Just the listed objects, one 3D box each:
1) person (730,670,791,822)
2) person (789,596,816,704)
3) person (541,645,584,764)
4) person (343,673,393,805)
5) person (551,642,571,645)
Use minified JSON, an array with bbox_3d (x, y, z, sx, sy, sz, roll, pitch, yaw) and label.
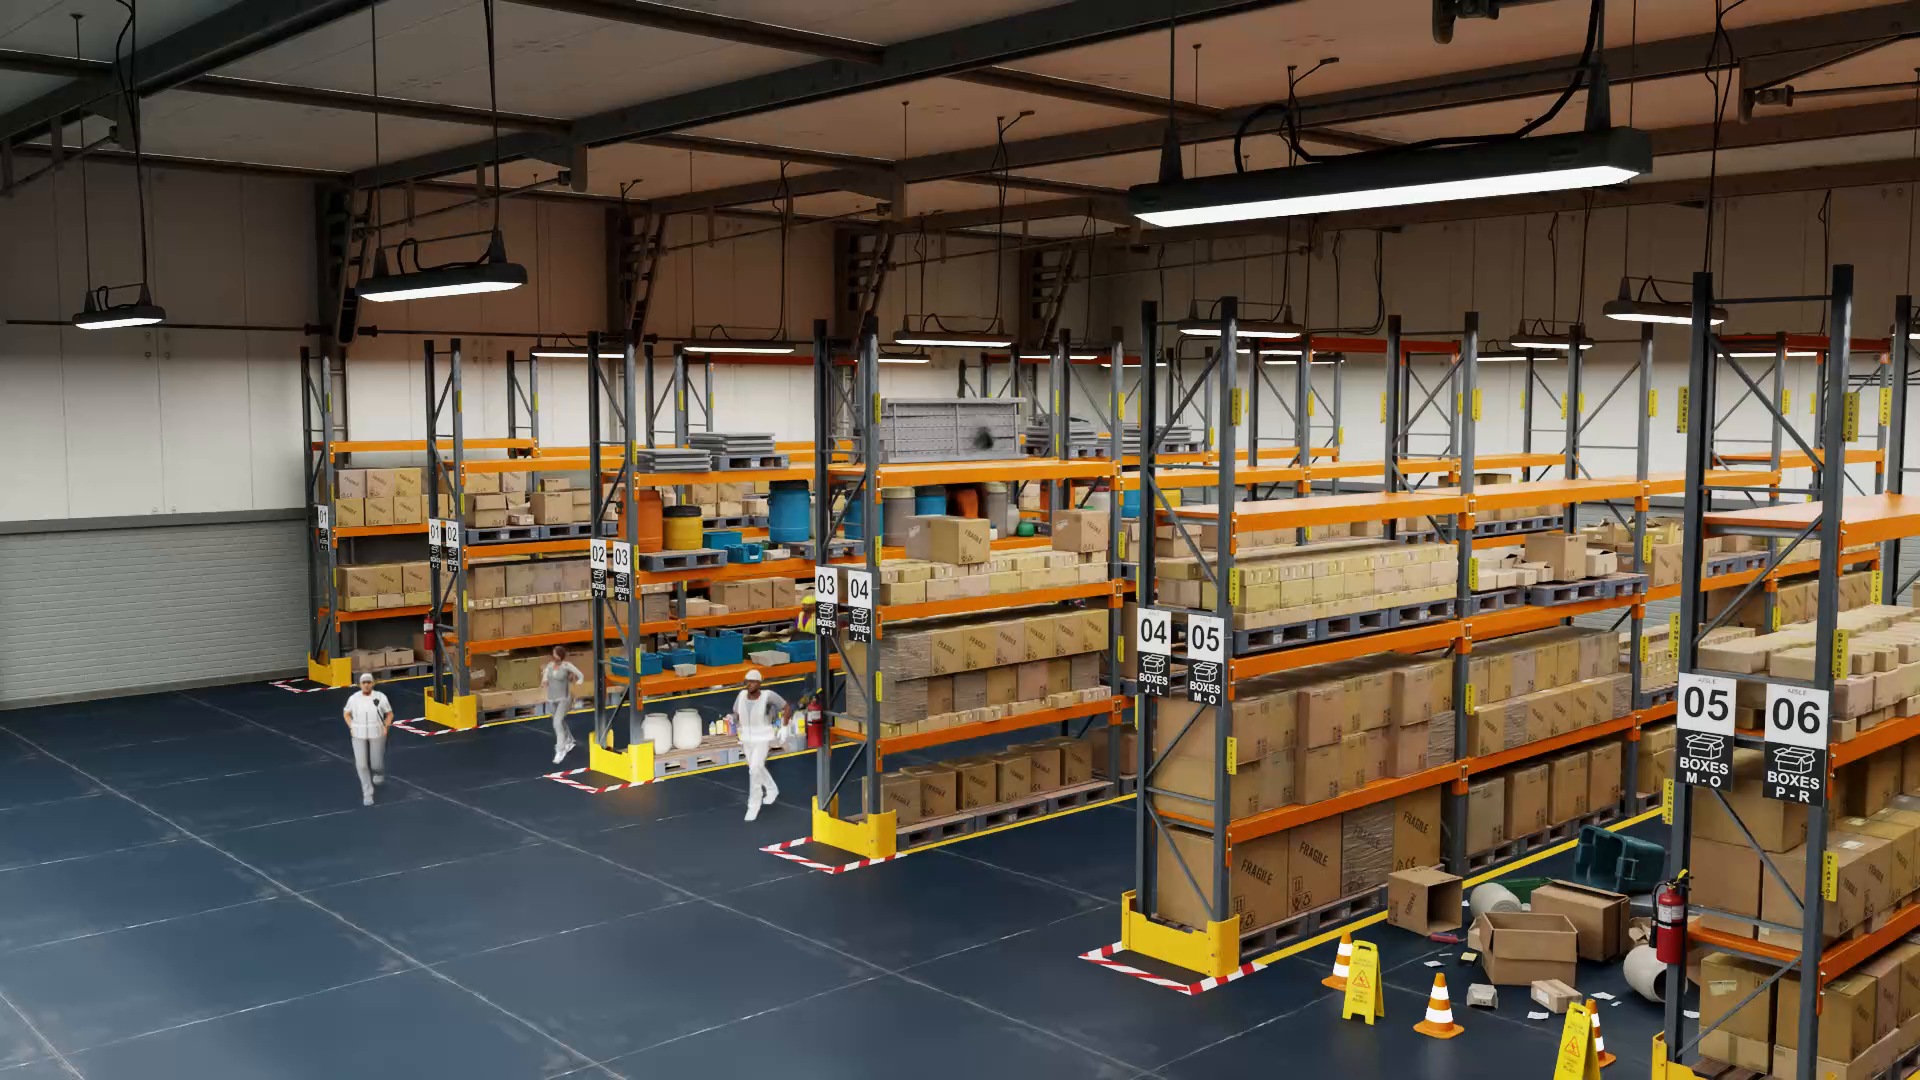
[{"bbox_3d":[-2.484,2.487,20.491,0.700,1.820,0.887,3,6,29],"label":"person"},{"bbox_3d":[-2.489,1.819,27.923,0.640,1.796,0.890,4,7,40],"label":"person"},{"bbox_3d":[-5.630,2.304,23.443,0.509,1.646,0.719,2,5,22],"label":"person"},{"bbox_3d":[-7.536,2.505,21.186,0.607,1.644,0.694,-1,5,-16],"label":"person"},{"bbox_3d":[-7.064,1.739,29.718,0.565,1.623,0.537,3,6,30],"label":"person"}]
